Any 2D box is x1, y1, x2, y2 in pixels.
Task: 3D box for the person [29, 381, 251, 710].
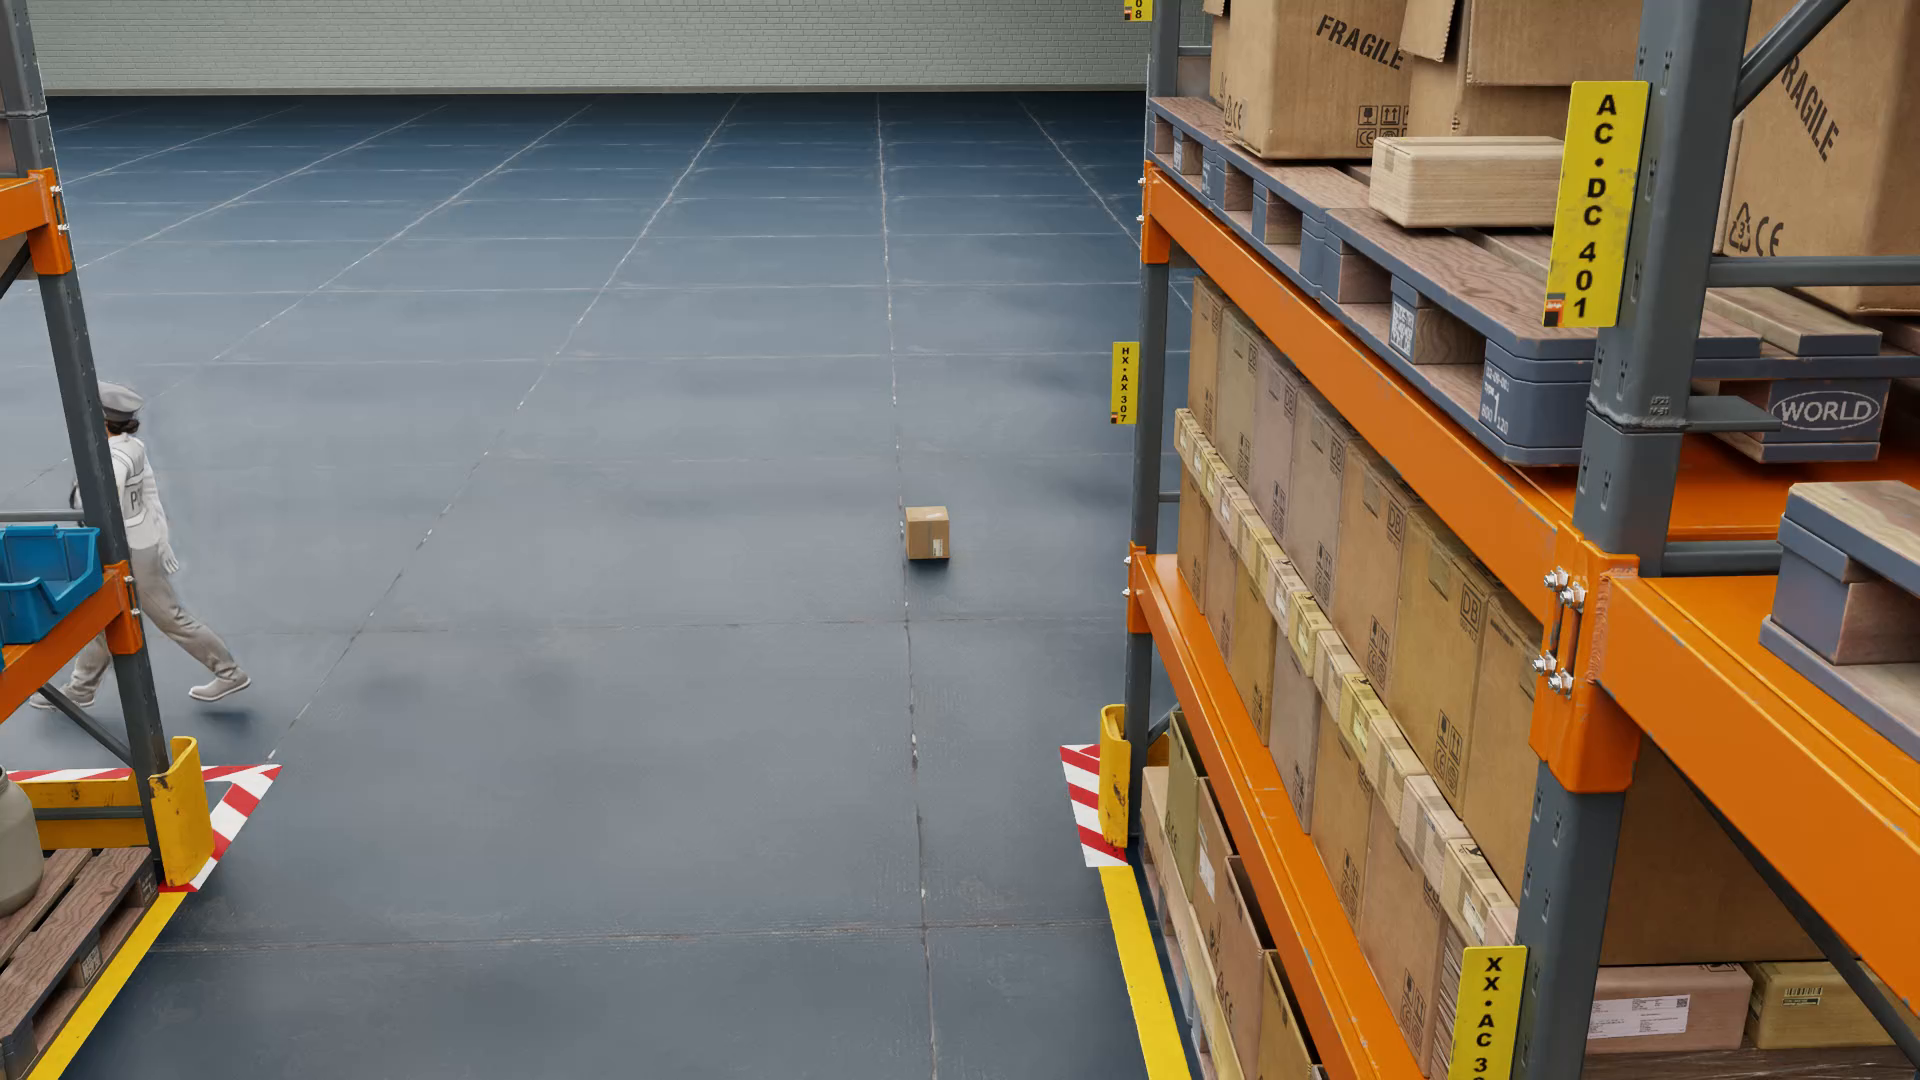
[{"bbox_3d":[-4.017,0.051,7.872,0.997,1.628,0.481,-8,22,-19],"label":"person"}]
